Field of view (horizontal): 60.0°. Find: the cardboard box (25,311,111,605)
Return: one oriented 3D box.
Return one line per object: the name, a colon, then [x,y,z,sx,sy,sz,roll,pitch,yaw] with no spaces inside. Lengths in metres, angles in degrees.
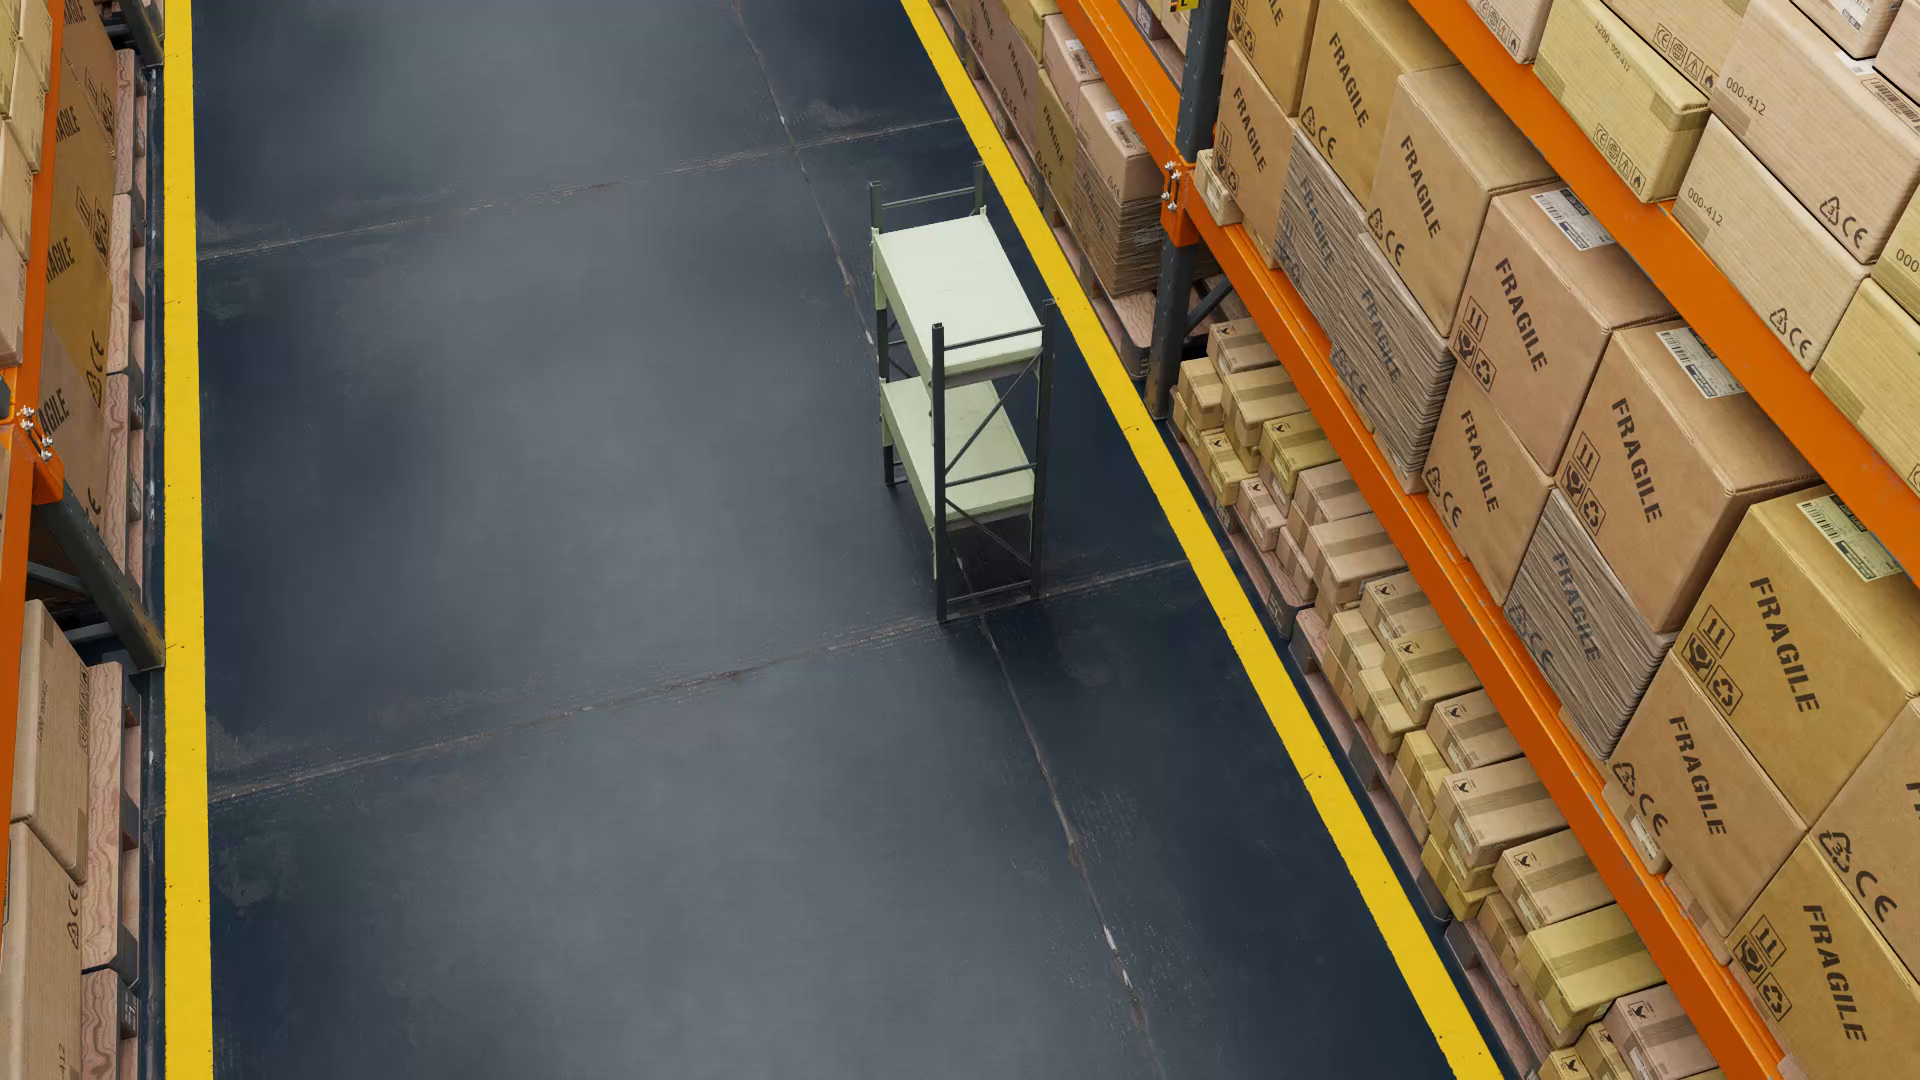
cardboard box: [-3.688,-0.310,5.954,0.875,0.875,0.875,-12,51,-10]

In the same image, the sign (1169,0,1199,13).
sign: [0.742,-1.863,5.391,0.100,0.325,0.005,-13,51,-11]

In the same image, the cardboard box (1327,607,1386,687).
cardboard box: [1.489,0.344,5.683,0.380,0.149,0.250,-14,51,-11]

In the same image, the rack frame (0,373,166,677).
rack frame: [-3.428,-0.425,4.936,1.000,3.000,0.127,-13,51,-11]

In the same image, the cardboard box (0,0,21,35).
cardboard box: [-3.745,-2.041,6.069,0.500,0.250,0.500,-15,51,-12]

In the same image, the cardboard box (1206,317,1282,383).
cardboard box: [1.175,-0.728,6.392,0.380,0.149,0.250,-11,51,-9]

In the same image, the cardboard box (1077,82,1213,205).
cardboard box: [0.809,-1.676,6.861,0.500,0.250,0.500,-15,51,-12]

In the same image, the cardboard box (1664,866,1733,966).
cardboard box: [1.961,0.840,4.034,0.380,0.149,0.250,-14,51,-11]

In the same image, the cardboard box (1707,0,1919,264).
cardboard box: [1.773,-0.803,3.064,0.500,0.250,0.500,-13,51,-10]

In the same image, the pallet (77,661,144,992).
pallet: [-3.278,1.047,5.519,1.003,0.211,1.213,-13,51,-11]

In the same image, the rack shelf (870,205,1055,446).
rack shelf: [-0.002,-0.740,5.672,0.431,0.370,0.720,-13,51,-11]

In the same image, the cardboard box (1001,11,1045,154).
cardboard box: [0.512,-2.182,7.777,0.500,0.500,0.500,-14,51,-12]

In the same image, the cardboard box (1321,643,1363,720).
cardboard box: [1.494,0.443,5.795,0.380,0.149,0.250,-15,51,-12]

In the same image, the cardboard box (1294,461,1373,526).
cardboard box: [1.420,-0.154,5.909,0.380,0.149,0.250,-15,51,-12]

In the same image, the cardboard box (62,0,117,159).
cardboard box: [-4.486,-2.274,7.610,0.875,0.875,0.875,-14,51,-11]

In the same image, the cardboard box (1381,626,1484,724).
cardboard box: [1.612,0.419,5.425,0.380,0.149,0.250,-13,51,-11]

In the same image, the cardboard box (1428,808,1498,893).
cardboard box: [1.704,0.916,5.201,0.380,0.149,0.250,-13,51,-10]

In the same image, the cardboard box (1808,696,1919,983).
cardboard box: [2.081,0.575,3.179,0.500,0.500,0.500,-14,51,-12]

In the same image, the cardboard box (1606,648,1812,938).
cardboard box: [1.927,0.528,3.873,0.500,0.500,0.500,-14,51,-12]

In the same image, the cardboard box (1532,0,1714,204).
cardboard box: [1.599,-1.008,3.563,0.500,0.250,0.500,-11,51,-9]

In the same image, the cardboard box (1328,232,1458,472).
cardboard box: [1.444,-0.592,4.817,0.500,0.500,0.500,-14,51,-12]

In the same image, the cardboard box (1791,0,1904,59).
cardboard box: [1.726,-1.024,2.989,0.380,0.149,0.250,-12,51,-10]

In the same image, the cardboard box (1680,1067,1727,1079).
cardboard box: [2.055,1.566,4.459,0.380,0.149,0.250,-13,51,-11]

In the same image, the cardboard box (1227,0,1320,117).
cardboard box: [1.171,-1.684,5.083,0.500,0.500,0.500,-12,51,-10]

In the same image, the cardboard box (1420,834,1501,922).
cardboard box: [1.709,1.023,5.305,0.380,0.149,0.250,-15,52,-13]

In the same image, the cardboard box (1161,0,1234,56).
cardboard box: [0.964,-1.918,6.084,0.380,0.149,0.250,-14,51,-12]

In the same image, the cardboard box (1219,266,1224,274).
cardboard box: [1.305,-1.547,7.242,0.500,0.500,0.500,-12,51,-10]

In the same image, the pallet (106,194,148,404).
pallet: [-4.093,-0.965,7.215,1.003,0.211,1.213,-13,51,-11]

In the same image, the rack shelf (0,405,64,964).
rack shelf: [-2.837,1.268,3.980,1.077,0.370,4.000,-13,51,-11]

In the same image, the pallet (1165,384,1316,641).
pallet: [1.503,-0.237,6.601,1.003,0.211,1.213,-13,51,-11]

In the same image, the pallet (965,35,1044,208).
pallet: [0.675,-2.180,8.240,1.003,0.211,1.213,-13,51,-11]

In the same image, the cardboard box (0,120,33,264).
cardboard box: [-3.461,-1.135,5.633,0.500,0.250,0.500,-14,51,-12]

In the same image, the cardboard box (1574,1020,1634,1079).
cardboard box: [1.999,1.467,4.736,0.380,0.149,0.250,-14,51,-12]

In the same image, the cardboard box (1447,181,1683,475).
cardboard box: [1.609,-0.558,4.135,0.500,0.500,0.500,-15,51,-12]

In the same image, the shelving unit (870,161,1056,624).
shelving unit: [-0.002,-0.488,5.970,0.431,1.500,0.755,-13,51,-11]

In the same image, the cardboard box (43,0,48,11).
cardboard box: [-3.914,-2.246,6.570,0.500,0.250,0.500,-14,51,-11]

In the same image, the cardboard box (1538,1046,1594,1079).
cardboard box: [1.926,1.585,4.832,0.380,0.149,0.250,-12,51,-10]

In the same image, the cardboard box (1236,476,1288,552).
cardboard box: [1.273,-0.132,6.279,0.380,0.149,0.250,-14,51,-11]

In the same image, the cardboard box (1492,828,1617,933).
cardboard box: [1.821,1.006,4.931,0.380,0.149,0.250,-15,52,-12]

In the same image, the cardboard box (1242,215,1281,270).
cardboard box: [1.189,-1.084,5.656,0.380,0.149,0.250,-12,51,-10]

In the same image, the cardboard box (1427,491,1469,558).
cardboard box: [1.601,-0.120,4.843,0.380,0.149,0.250,-12,51,-10]

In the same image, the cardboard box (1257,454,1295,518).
cardboard box: [1.339,-0.259,6.191,0.380,0.149,0.250,-14,51,-11]
